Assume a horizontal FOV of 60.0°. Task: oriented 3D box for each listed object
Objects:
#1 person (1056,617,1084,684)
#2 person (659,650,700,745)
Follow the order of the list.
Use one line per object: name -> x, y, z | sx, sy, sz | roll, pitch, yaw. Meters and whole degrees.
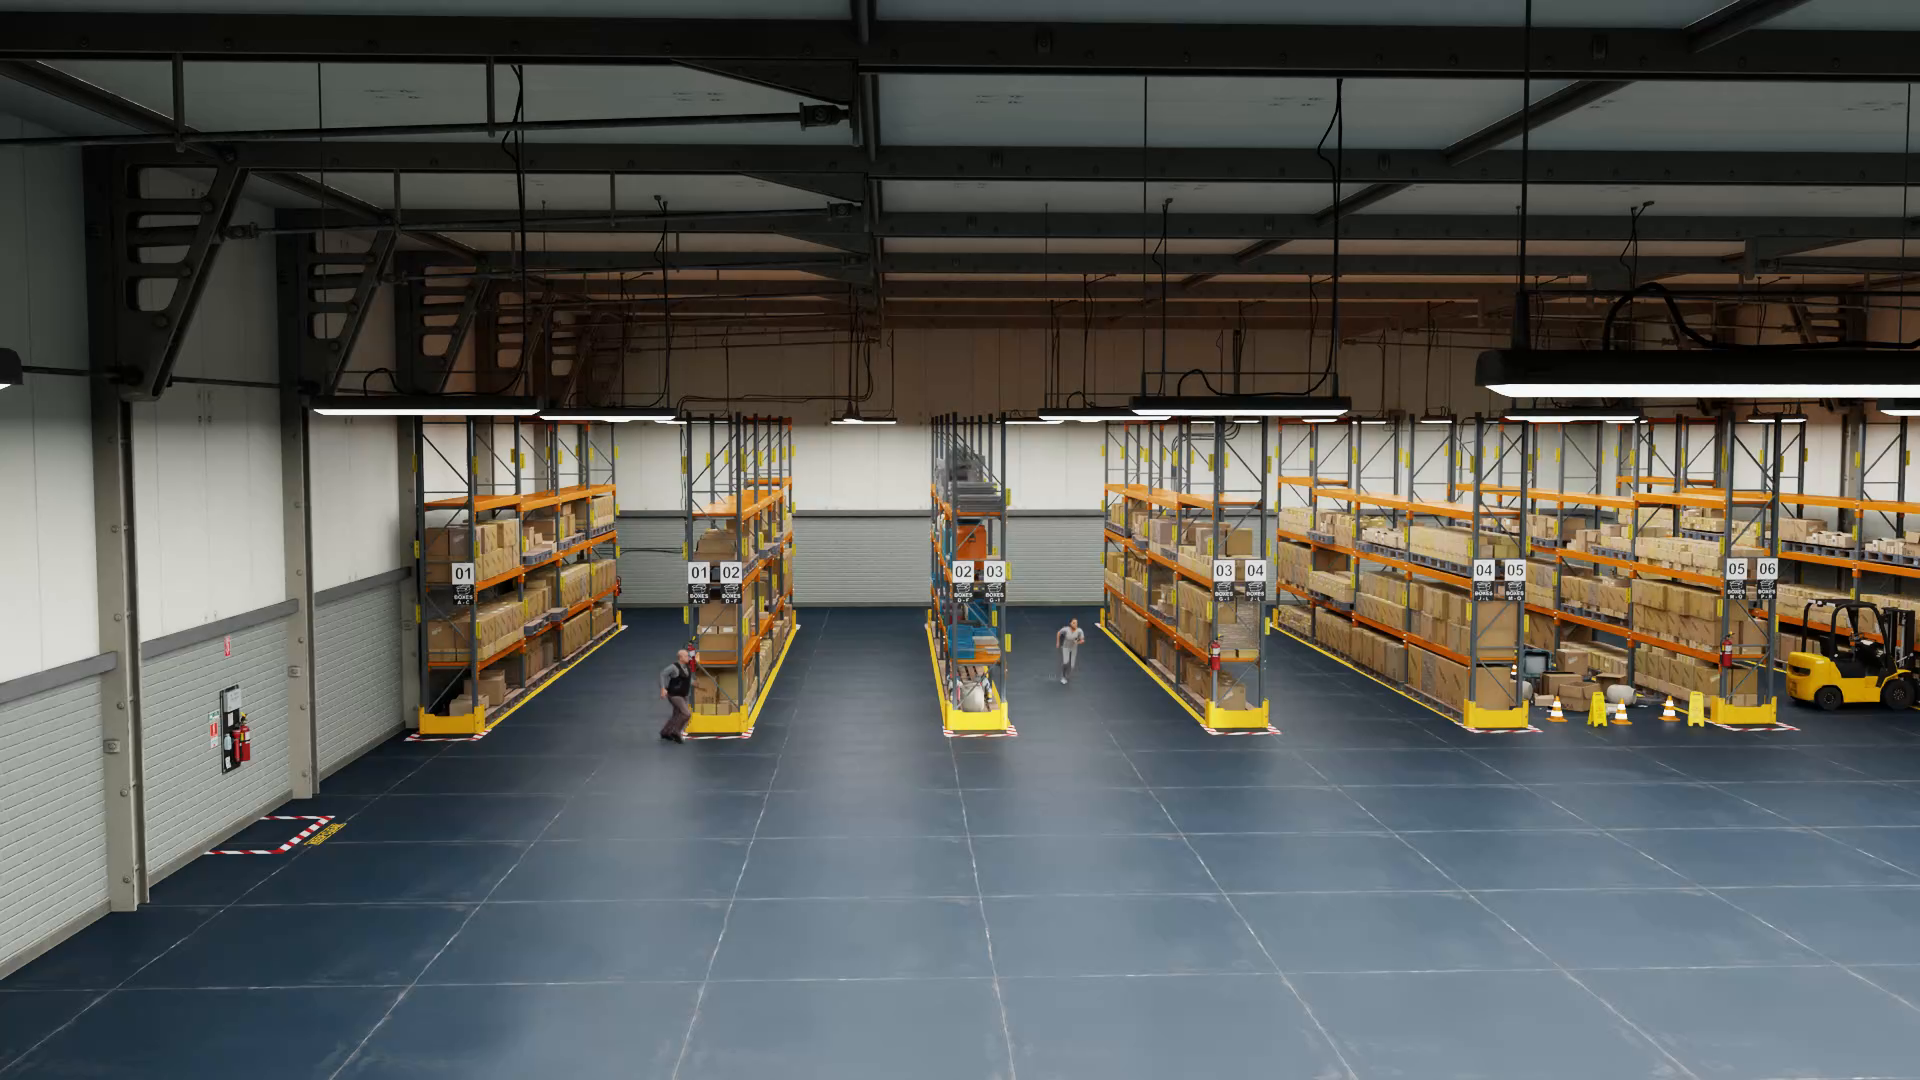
person -> 2.442, 2.447, 36.920 | 0.570, 1.522, 0.855 | -1, 4, -11
person -> -5.071, 2.848, 30.014 | 0.844, 1.733, 0.631 | 2, 4, 21
